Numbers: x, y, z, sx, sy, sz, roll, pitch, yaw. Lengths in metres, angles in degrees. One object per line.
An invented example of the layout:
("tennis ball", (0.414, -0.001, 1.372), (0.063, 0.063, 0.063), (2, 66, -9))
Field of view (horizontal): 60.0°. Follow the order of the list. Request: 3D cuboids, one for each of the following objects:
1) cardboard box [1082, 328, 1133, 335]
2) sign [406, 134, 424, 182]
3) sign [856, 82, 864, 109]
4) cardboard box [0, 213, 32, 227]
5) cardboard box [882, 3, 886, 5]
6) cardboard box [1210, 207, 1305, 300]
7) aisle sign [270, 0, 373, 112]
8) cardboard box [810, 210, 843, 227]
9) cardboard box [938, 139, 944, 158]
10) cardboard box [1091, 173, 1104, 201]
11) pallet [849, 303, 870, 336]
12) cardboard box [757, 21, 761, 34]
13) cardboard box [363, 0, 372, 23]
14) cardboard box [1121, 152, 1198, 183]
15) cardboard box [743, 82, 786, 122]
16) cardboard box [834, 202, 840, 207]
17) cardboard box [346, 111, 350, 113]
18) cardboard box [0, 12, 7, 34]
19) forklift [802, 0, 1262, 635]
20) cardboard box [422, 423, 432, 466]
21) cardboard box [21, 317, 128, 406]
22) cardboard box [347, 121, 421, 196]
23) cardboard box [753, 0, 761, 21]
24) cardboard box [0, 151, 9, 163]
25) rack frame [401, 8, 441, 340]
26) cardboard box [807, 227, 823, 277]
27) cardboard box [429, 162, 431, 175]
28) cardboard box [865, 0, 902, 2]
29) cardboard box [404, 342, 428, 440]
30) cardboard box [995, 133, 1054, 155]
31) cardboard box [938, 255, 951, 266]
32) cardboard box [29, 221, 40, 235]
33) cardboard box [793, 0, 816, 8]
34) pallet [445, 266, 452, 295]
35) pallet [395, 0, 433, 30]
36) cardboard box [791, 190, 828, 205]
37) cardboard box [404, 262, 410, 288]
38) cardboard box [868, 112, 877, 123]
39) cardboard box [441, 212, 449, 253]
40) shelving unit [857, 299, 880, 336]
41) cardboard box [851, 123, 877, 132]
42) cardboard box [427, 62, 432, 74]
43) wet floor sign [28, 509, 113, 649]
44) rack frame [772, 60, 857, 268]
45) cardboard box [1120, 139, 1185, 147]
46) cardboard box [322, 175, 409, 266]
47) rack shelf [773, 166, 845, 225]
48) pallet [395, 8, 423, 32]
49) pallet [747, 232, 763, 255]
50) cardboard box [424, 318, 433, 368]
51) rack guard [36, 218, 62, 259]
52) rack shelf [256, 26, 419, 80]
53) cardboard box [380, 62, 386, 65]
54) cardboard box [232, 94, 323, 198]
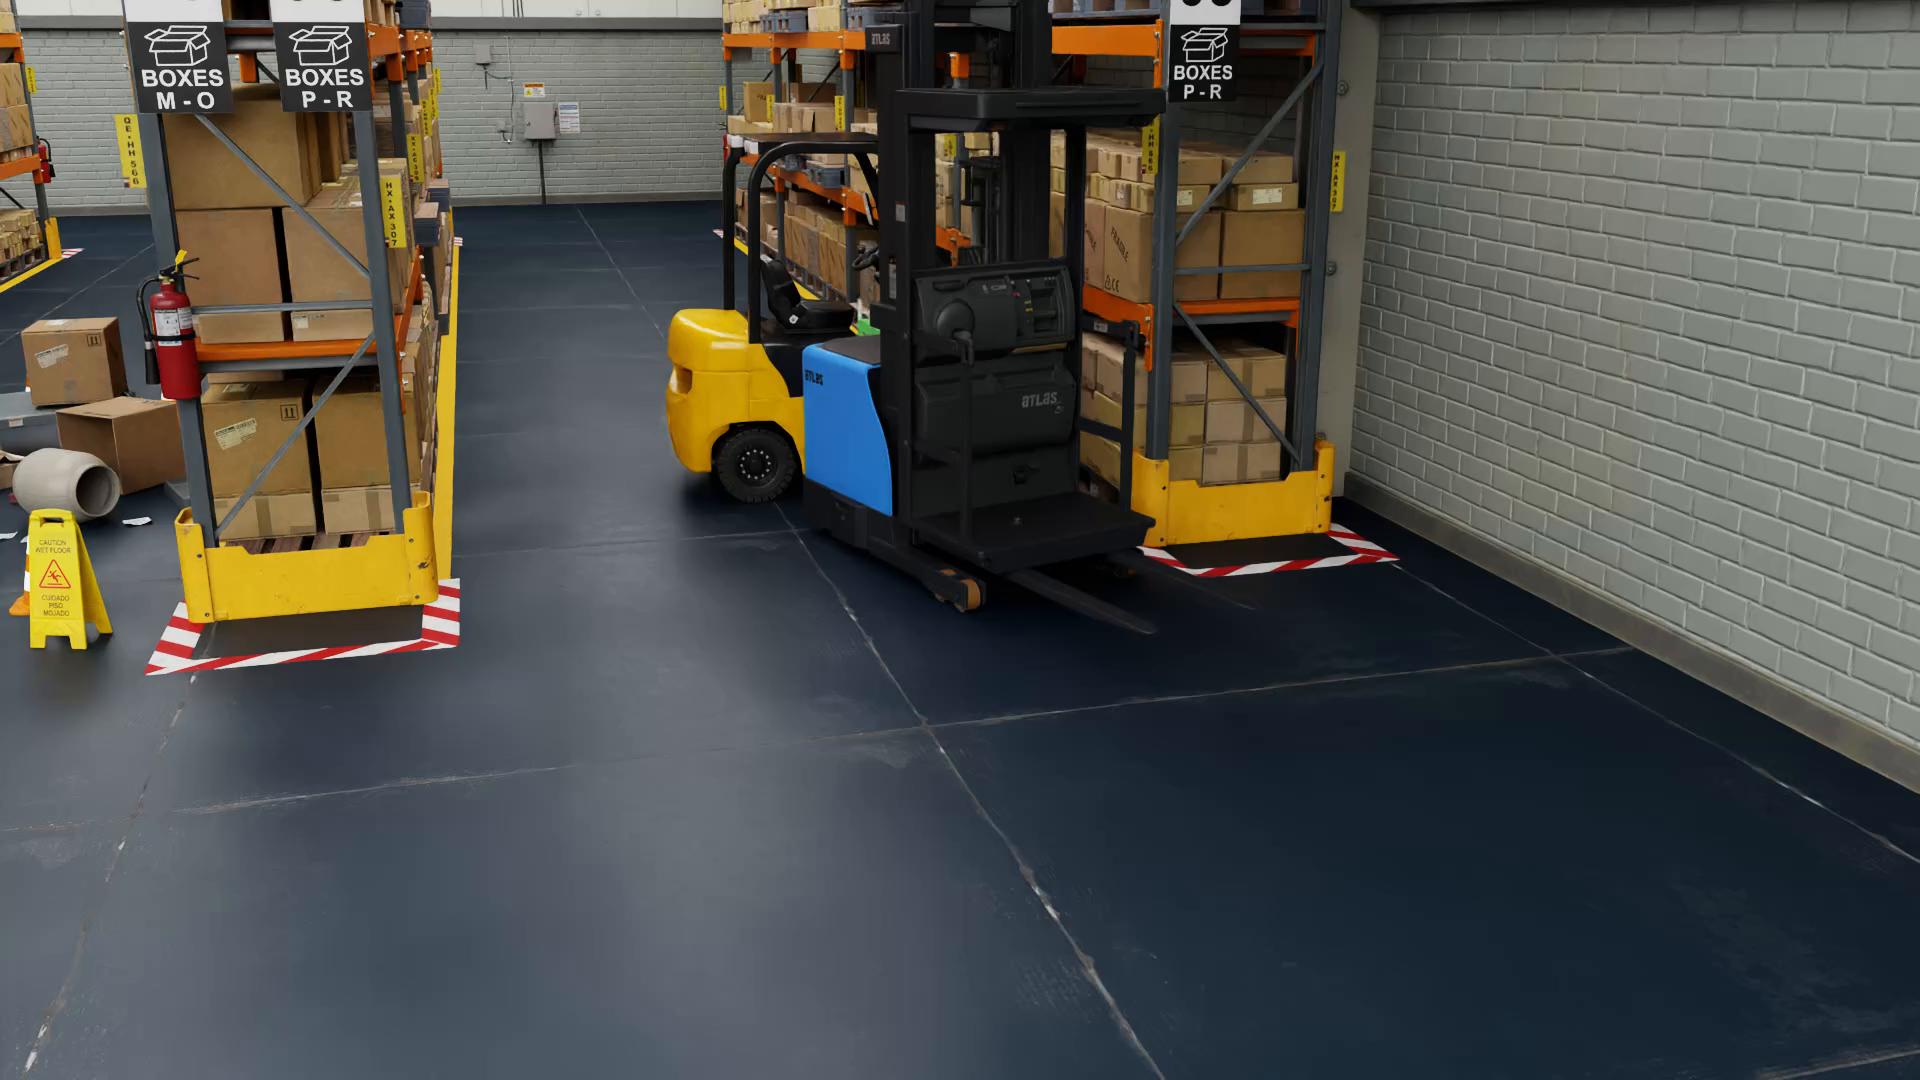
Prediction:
("cardboard box", (0.826, -1.238, 10.672), (0.500, 0.250, 0.500), (-4, 17, -15))
("sign", (-3.805, -2.665, 11.607), (0.100, 0.325, 0.005), (-5, 17, -15))
("sign", (-1.219, -5.411, 20.241), (0.100, 0.325, 0.005), (-5, 17, -15))
("cardboard box", (-11.758, -3.964, 20.627), (0.380, 0.149, 0.250), (-5, 17, -16))
("cardboard box", (-0.575, -5.452, 16.741), (0.380, 0.149, 0.250), (-5, 17, -16))
("cardboard box", (1.677, -1.700, 9.723), (0.500, 0.500, 0.500), (-4, 17, -13))
("aisle sign", (-2.910, -2.352, 7.548), (0.394, 0.787, 0.004), (-5, 17, -15))
("cardboard box", (-1.490, -3.650, 18.877), (0.380, 0.149, 0.250), (-4, 17, -13))
("cardboard box", (0.035, -3.177, 13.512), (0.380, 0.149, 0.250), (-5, 17, -15))
("cardboard box", (1.013, -2.140, 10.059), (0.380, 0.149, 0.250), (-5, 17, -16))
("pallet", (-0.464, -2.139, 16.207), (1.003, 0.211, 1.213), (-5, 17, -15))
("cardboard box", (-2.327, -6.416, 20.819), (0.380, 0.149, 0.250), (-5, 17, -15))
("cardboard box", (-3.004, -2.533, 7.893), (0.380, 0.149, 0.250), (-5, 17, -15))
("cardboard box", (1.148, -2.142, 9.551), (0.380, 0.149, 0.250), (-5, 17, -15))
("cardboard box", (-2.573, -5.787, 21.942), (0.500, 0.500, 0.500), (-4, 17, -14))
("cardboard box", (-1.296, -3.975, 19.960), (0.380, 0.149, 0.250), (-5, 17, -15))
("cardboard box", (-5.220, -3.271, 13.706), (0.500, 0.500, 0.500), (-4, 17, -14))
("cardboard box", (-11.827, -6.225, 20.008), (0.500, 0.250, 0.500), (-5, 17, -15))
("forklift", (0.303, -1.199, 8.348), (1.130, 2.935, 3.031), (-10, 20, -31))
("cardboard box", (-3.476, -0.520, 10.020), (0.500, 0.250, 0.500), (-4, 17, -12))
("cardboard box", (-6.028, -1.222, 11.336), (0.500, 0.500, 0.500), (-5, 17, -15))
("cardboard box", (-4.178, -2.750, 11.971), (0.500, 0.500, 0.500), (-4, 17, -14))
("cardboard box", (-2.278, -6.576, 20.659), (0.500, 0.250, 0.500), (-5, 18, -17))
("cardboard box", (-11.740, -4.634, 20.101), (0.380, 0.149, 0.250), (-6, 18, -18))
("rack frame", (-5.424, -3.312, 15.265), (1.000, 3.000, 0.127), (-5, 17, -15))
("cardboard box", (-1.410, -3.236, 18.625), (0.500, 0.500, 0.500), (-5, 18, -17))
("cardboard box", (-5.898, -3.961, 17.684), (0.500, 0.250, 0.500), (-5, 17, -17))
("cardboard box", (-0.453, -5.088, 14.884), (0.700, 0.500, 0.500), (-5, 17, -16))
("cardboard box", (-3.466, -0.878, 9.907), (0.500, 0.500, 0.500), (-4, 17, -14))
("cardboard box", (0.459, -2.774, 11.655), (0.380, 0.149, 0.250), (-4, 17, -14))
("cardboard box", (-0.122, -2.230, 15.058), (0.875, 0.625, 0.625), (-5, 18, -18))
("cardboard box", (-11.935, -3.961, 21.132), (0.380, 0.149, 0.250), (-5, 17, -17))
("cardboard box", (-1.605, -5.840, 17.999), (0.380, 0.149, 0.250), (-4, 17, -14))
("pallet", (-6.239, -2.876, 18.658), (1.003, 0.211, 1.213), (-5, 17, -15))
("pallet", (-4.680, -4.018, 12.727), (1.213, 0.211, 1.003), (-5, 17, -15))
("cardboard box", (-1.791, -4.081, 19.794), (0.380, 0.149, 0.250), (-6, 18, -18))
("cardboard box", (-3.514, -1.598, 9.996), (0.380, 0.149, 0.250), (-5, 17, -15))
("cardboard box", (-0.643, -4.109, 17.015), (0.500, 0.500, 0.500), (-4, 17, -13))
("cardboard box", (-6.839, -3.822, 20.687), (0.875, 0.438, 0.875), (-5, 17, -17))
("shelving unit", (-0.426, -0.833, 10.078), (0.258, 1.200, 0.503), (-6, 18, -18))
("cardboard box", (-0.848, -3.953, 16.096), (0.380, 0.149, 0.250), (-4, 17, -14))
("cardboard box", (-7.086, -6.146, 21.659), (0.380, 0.149, 0.250), (-5, 17, -16))
("wet floor sign", (-4.202, 0.165, 7.780), (0.267, 0.644, 0.232), (1, 17, 4))
("rack frame", (-1.752, -4.812, 20.258), (1.000, 3.000, 0.127), (-5, 17, -15))
("cardboard box", (1.262, -2.534, 10.854), (0.380, 0.149, 0.250), (-5, 17, -15))
("cardboard box", (-3.523, -1.867, 9.761), (0.500, 0.500, 0.500), (-5, 17, -16))
("rack shelf", (-1.202, -3.914, 18.520), (1.077, 0.370, 4.000), (-5, 17, -15))
("pallet", (-5.652, -4.832, 15.439), (1.213, 0.211, 1.003), (-4, 17, -13))
("pallet", (-2.278, -4.005, 22.417), (1.003, 0.211, 1.213), (-5, 17, -15))
("cardboard box", (-4.672, -1.492, 13.042), (0.950, 0.372, 0.625), (-4, 17, -12))
("rack guard", (-12.333, -3.888, 21.525), (1.175, 0.500, 0.348), (-5, 17, -15))
("rack shelf", (-4.874, -3.851, 13.095), (1.077, 0.370, 4.000), (-5, 17, -15))
("cardboard box", (-7.651, -6.176, 21.757), (0.380, 0.149, 0.250), (-4, 17, -14))
("cardboard box", (-3.707, -2.033, 8.578), (0.700, 0.500, 0.500), (-5, 17, -15))
